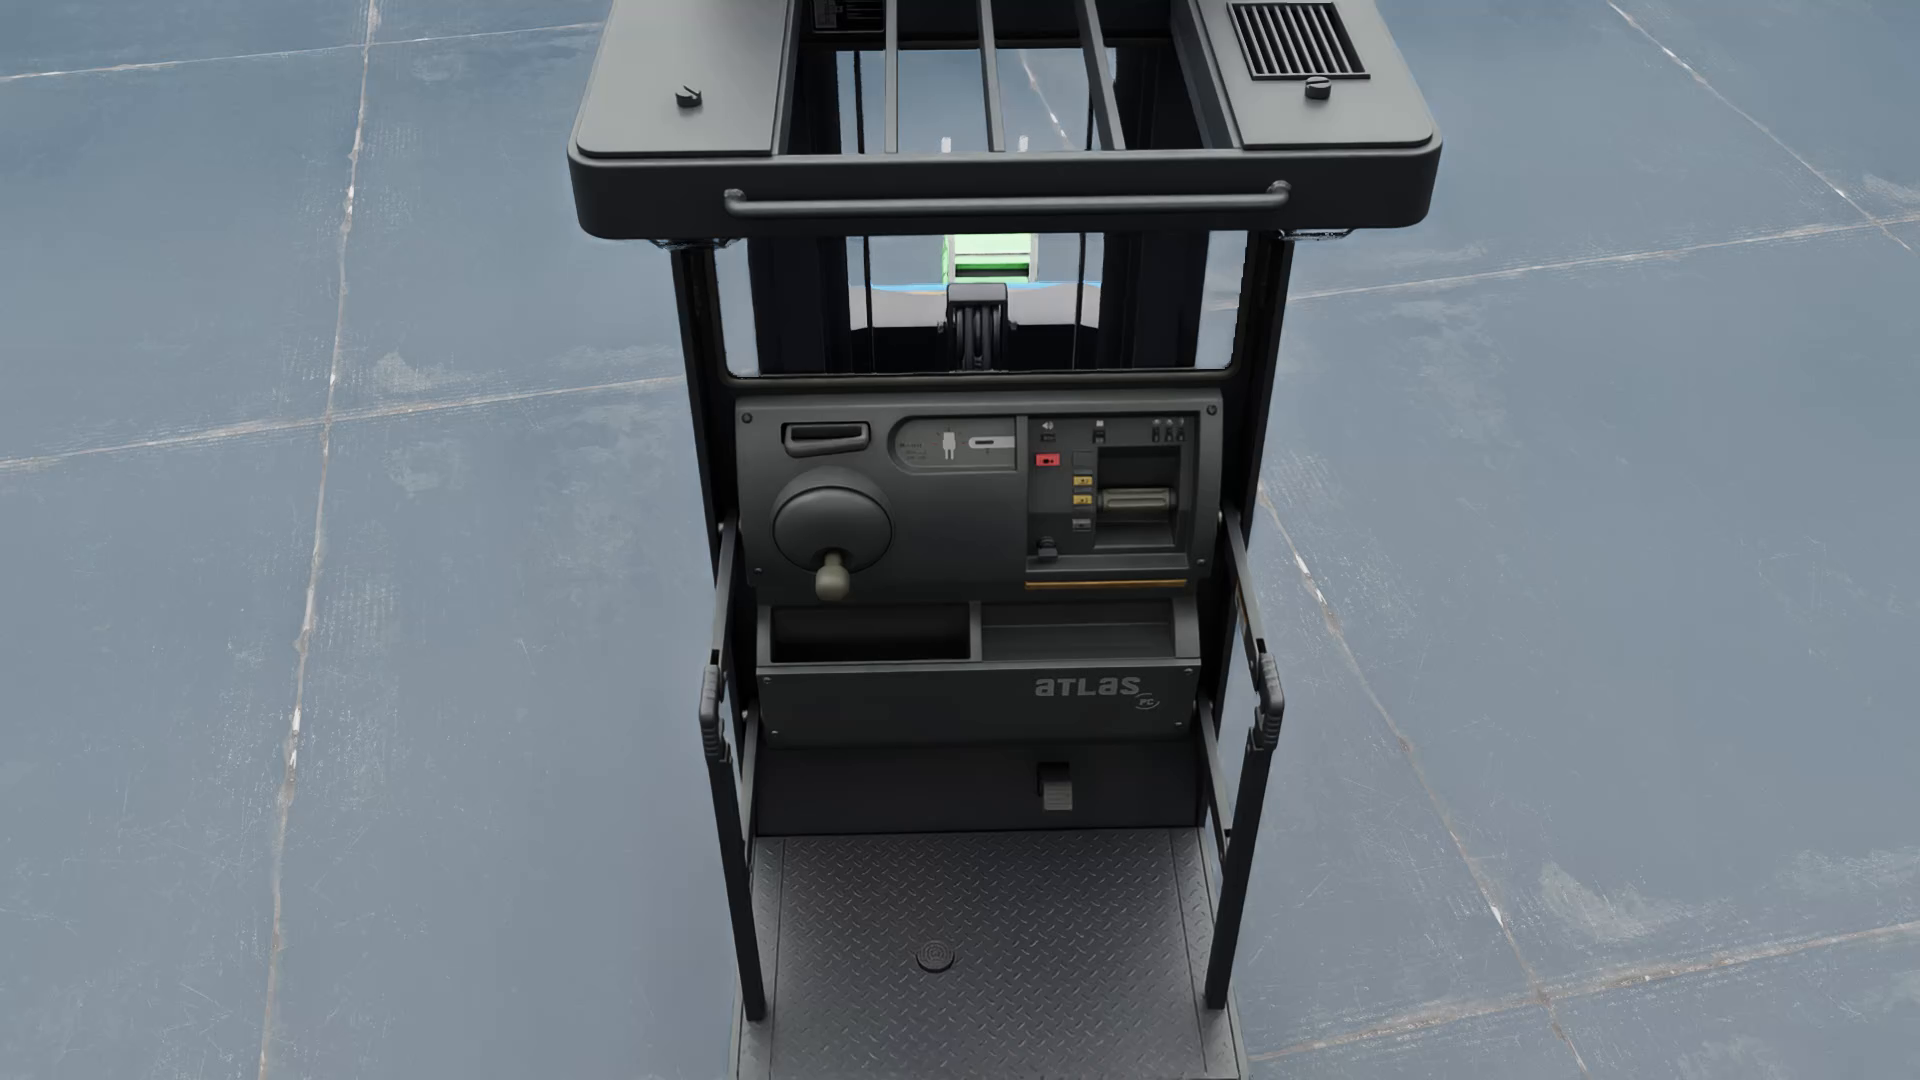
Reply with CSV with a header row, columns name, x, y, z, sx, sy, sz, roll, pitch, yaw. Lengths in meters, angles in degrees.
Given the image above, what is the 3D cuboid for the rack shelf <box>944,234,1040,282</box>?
name,x,y,z,sx,sy,sz,roll,pitch,yaw
rack shelf,0.079,-0.850,4.676,0.258,0.148,0.480,-1,42,-1

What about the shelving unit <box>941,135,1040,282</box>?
name,x,y,z,sx,sy,sz,roll,pitch,yaw
shelving unit,0.079,-0.538,4.953,0.258,1.200,0.503,-1,42,-1

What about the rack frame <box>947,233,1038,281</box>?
name,x,y,z,sx,sy,sz,roll,pitch,yaw
rack frame,0.086,-0.377,4.770,0.240,1.200,0.015,-1,42,-1

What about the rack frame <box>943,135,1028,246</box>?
name,x,y,z,sx,sy,sz,roll,pitch,yaw
rack frame,0.072,-0.700,5.135,0.240,1.200,0.015,-1,42,-1

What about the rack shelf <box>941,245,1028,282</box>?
name,x,y,z,sx,sy,sz,roll,pitch,yaw
rack shelf,0.079,-0.670,4.836,0.258,0.148,0.480,-1,42,-1

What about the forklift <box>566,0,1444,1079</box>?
name,x,y,z,sx,sy,sz,roll,pitch,yaw
forklift,0.047,-0.003,3.046,1.130,2.935,3.031,-1,42,-1
